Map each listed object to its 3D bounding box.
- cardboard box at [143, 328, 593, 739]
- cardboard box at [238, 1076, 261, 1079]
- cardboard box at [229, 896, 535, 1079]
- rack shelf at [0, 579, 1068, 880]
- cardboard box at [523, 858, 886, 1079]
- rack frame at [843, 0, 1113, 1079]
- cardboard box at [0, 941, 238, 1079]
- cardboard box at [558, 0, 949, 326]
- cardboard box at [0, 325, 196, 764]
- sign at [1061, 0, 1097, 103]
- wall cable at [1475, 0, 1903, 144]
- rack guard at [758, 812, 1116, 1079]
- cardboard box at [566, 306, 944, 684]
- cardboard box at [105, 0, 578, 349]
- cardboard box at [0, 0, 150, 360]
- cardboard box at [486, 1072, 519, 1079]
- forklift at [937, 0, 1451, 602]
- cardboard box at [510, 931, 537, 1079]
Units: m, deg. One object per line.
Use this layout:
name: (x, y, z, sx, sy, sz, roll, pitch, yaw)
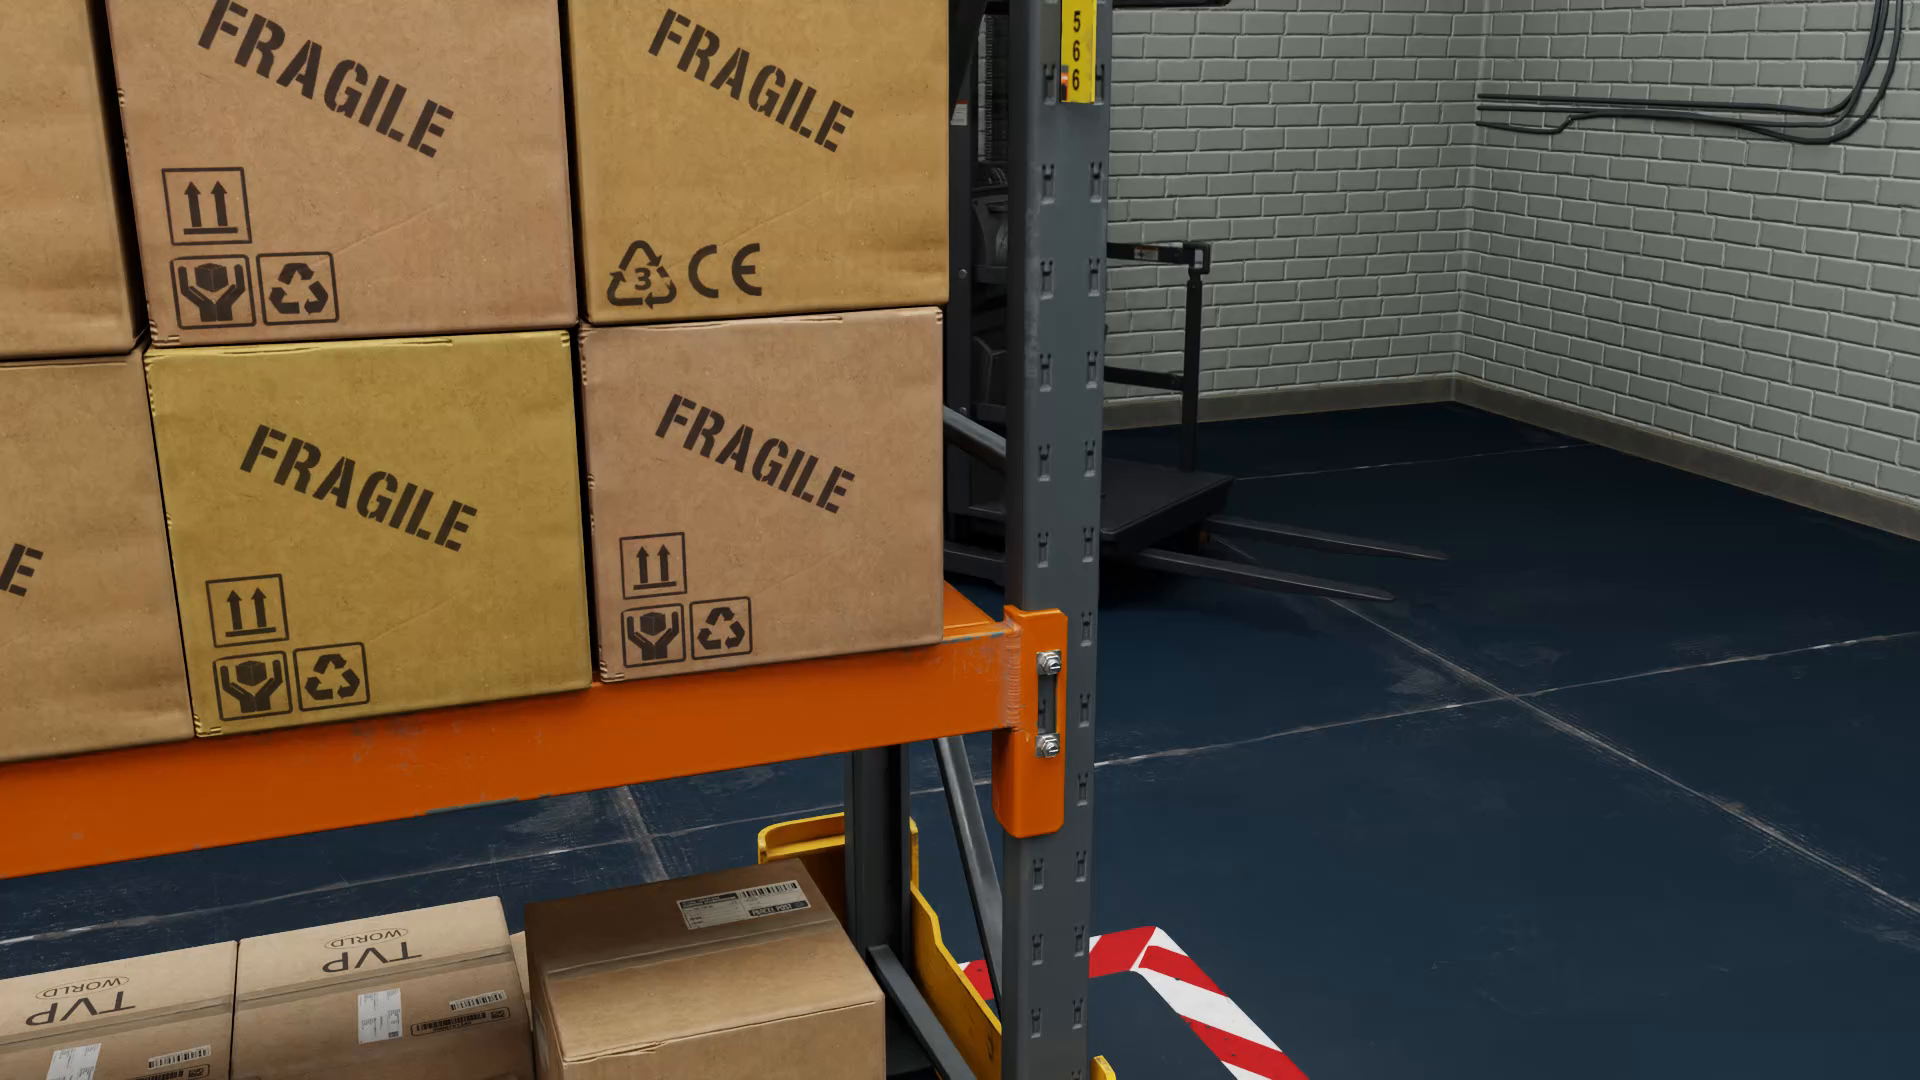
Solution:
cardboard box: (-0.823, -0.074, 2.350, 0.500, 0.500, 0.500, -6, 17, -20)
cardboard box: (-1.337, 1.120, 2.561, 0.500, 0.250, 0.500, -6, 17, -20)
cardboard box: (-1.096, 0.943, 3.164, 0.500, 0.250, 0.500, -6, 17, -20)
rack shelf: (-1.887, 0.351, 2.357, 4.000, 0.370, 1.077, -6, 17, -20)
cardboard box: (-0.439, 0.912, 2.825, 0.500, 0.500, 0.500, -6, 17, -20)
rack frame: (-0.019, -0.196, 2.943, 0.127, 3.000, 1.000, -6, 17, -20)
cardboard box: (-1.562, 0.993, 2.992, 0.500, 0.250, 0.500, -6, 17, -20)
cardboard box: (-0.337, -0.607, 2.388, 0.500, 0.500, 0.500, -6, 18, -21)
cardboard box: (-1.291, -0.025, 2.183, 0.500, 0.500, 0.500, -6, 17, -20)
sign: (0.160, -0.755, 2.231, 0.005, 0.325, 0.100, -6, 17, -20)
wall cable: (3.614, -3.364, 8.593, 0.112, 2.526, 3.097, -6, 17, -20)
rack guard: (-0.090, 1.011, 3.269, 0.348, 0.500, 1.175, -6, 17, -20)
cardboard box: (-0.340, -0.127, 2.531, 0.500, 0.500, 0.500, -6, 17, -18)
cardboard box: (-0.808, -0.556, 2.214, 0.500, 0.500, 0.500, -6, 17, -19)
cardboard box: (-1.291, -0.502, 2.032, 0.500, 0.500, 0.500, -6, 17, -19)
cardboard box: (-0.849, 1.089, 2.814, 0.250, 0.166, 0.380, -6, 17, -20)
forklift: (0.507, -1.290, 6.788, 3.031, 2.935, 1.130, 11, 20, 33)
cardboard box: (-0.767, 0.929, 3.358, 0.250, 0.166, 0.380, -6, 17, -20)
